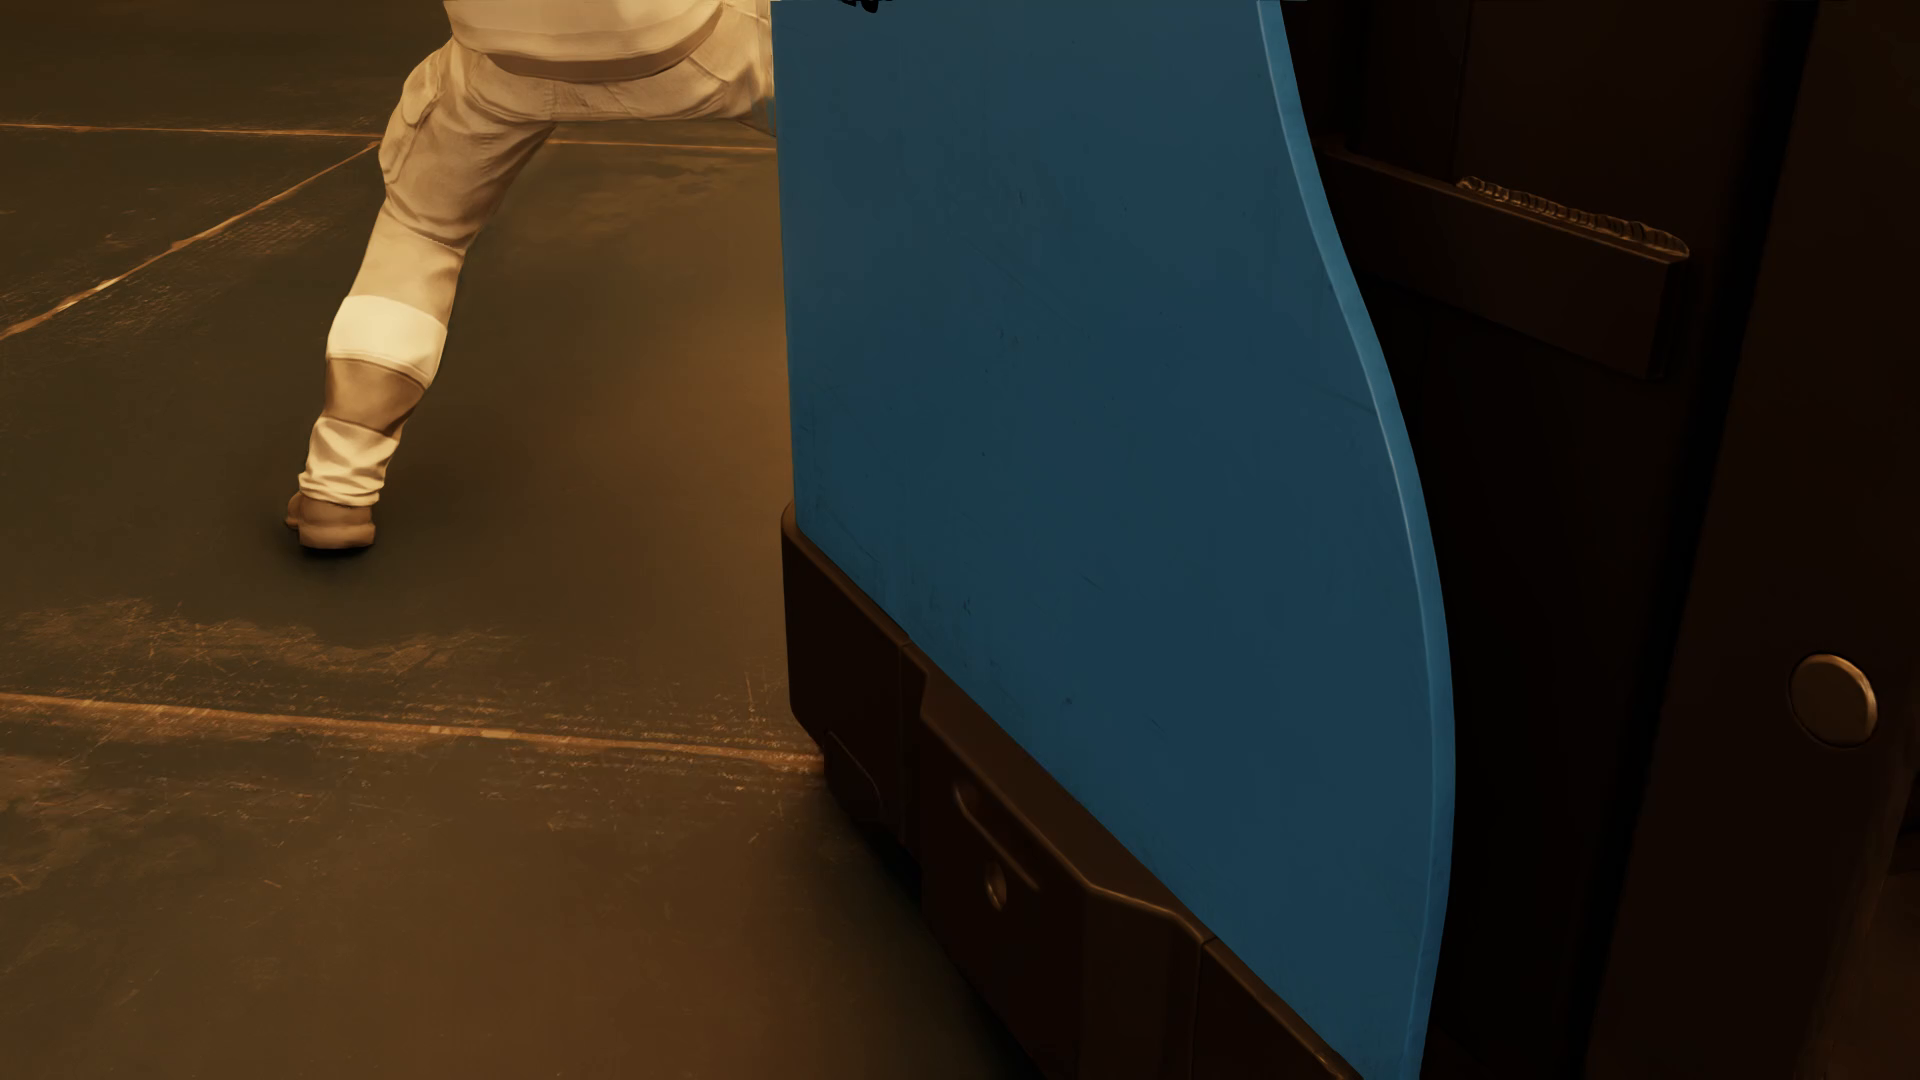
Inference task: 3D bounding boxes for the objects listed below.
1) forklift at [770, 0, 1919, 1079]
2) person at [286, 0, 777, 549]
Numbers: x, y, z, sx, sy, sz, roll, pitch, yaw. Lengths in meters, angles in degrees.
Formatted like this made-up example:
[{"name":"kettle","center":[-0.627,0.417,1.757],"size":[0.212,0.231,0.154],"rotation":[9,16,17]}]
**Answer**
[{"name":"forklift","center":[0.945,-0.597,0.413],"size":[1.130,2.935,3.031],"rotation":[-14,30,-25]},{"name":"person","center":[-0.549,-0.835,2.421],"size":[1.020,1.628,0.929],"rotation":[7,27,13]}]
